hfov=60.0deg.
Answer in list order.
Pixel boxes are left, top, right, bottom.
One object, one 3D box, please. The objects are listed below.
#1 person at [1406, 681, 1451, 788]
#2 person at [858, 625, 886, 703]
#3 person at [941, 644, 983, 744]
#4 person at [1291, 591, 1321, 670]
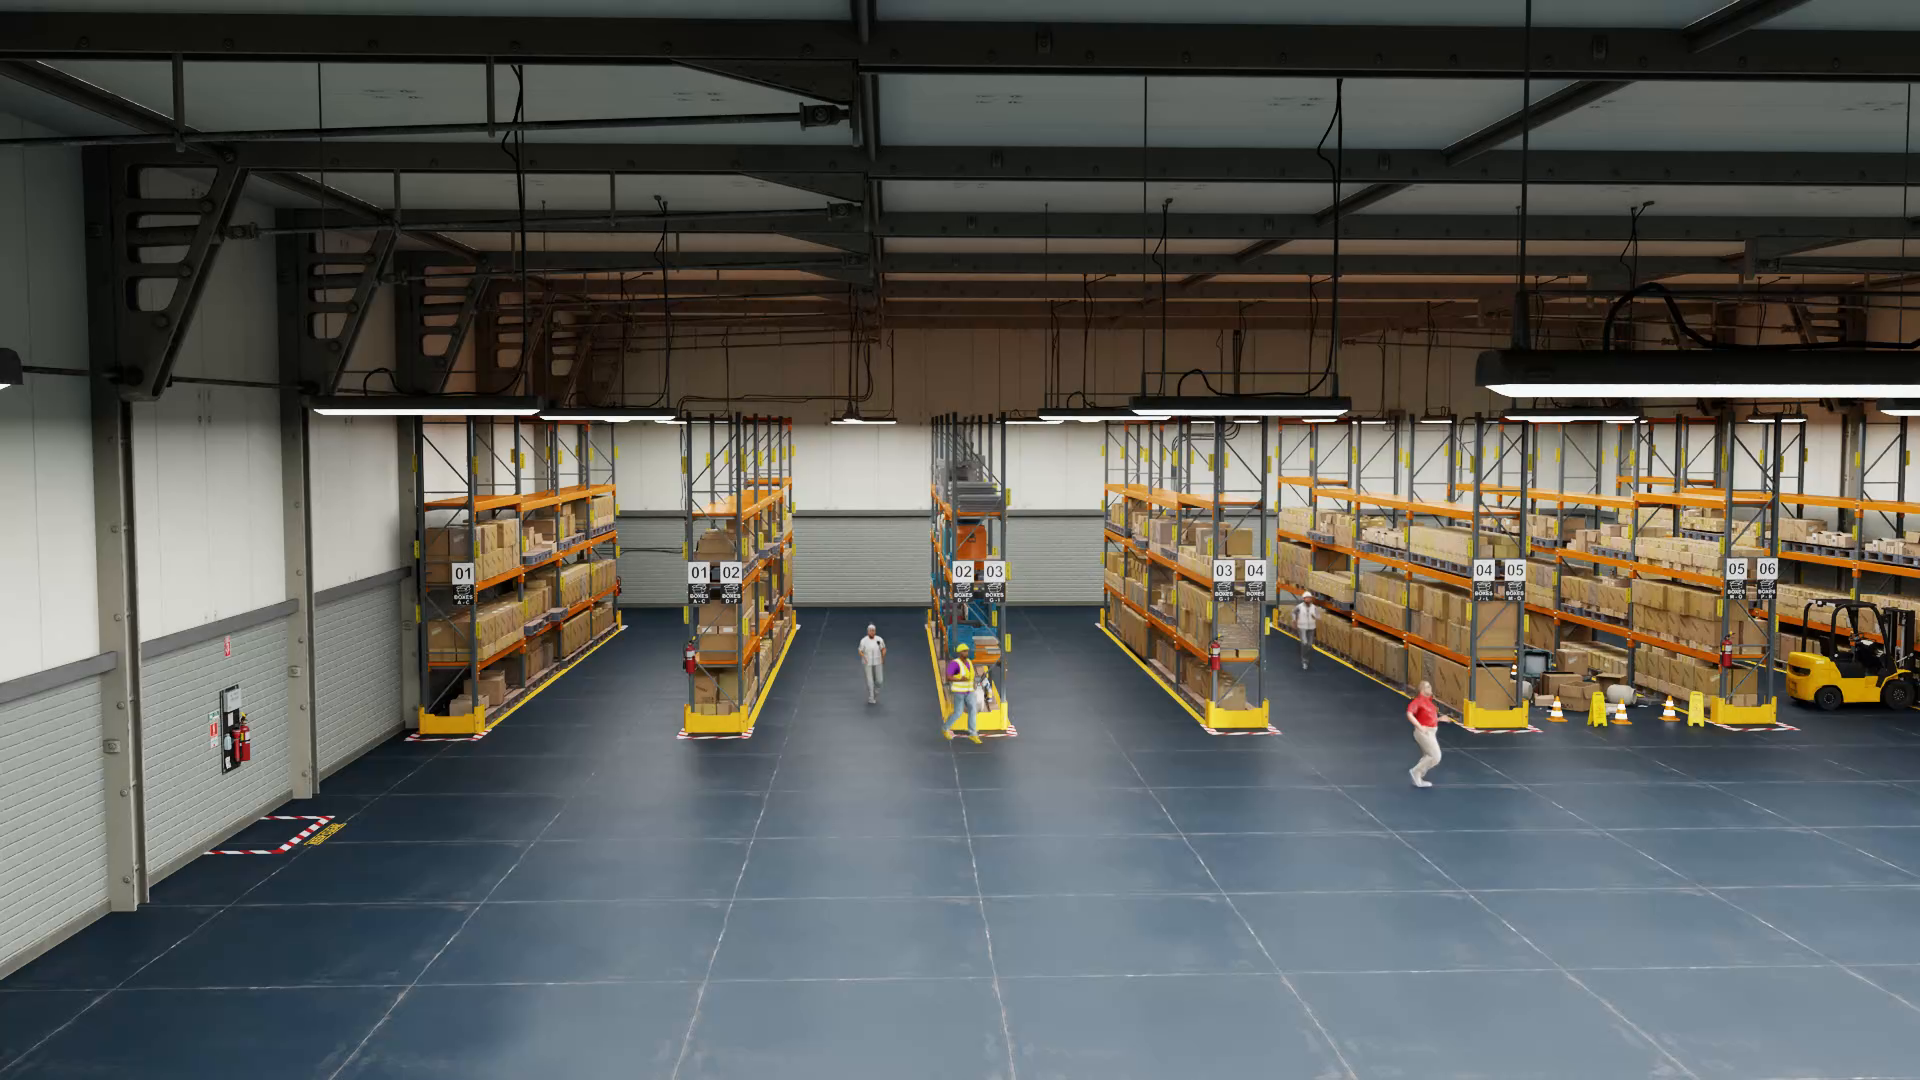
[{"bbox_3d":[7.432,3.083,26.322,0.612,1.698,0.649,2,4,28],"label":"person"},{"bbox_3d":[-1.803,2.569,34.391,0.581,1.622,0.536,-1,4,-9],"label":"person"},{"bbox_3d":[0.050,2.772,30.121,0.710,1.786,0.870,-4,5,-44],"label":"person"},{"bbox_3d":[8.248,2.134,39.588,0.633,1.822,0.825,0,4,-5],"label":"person"}]
